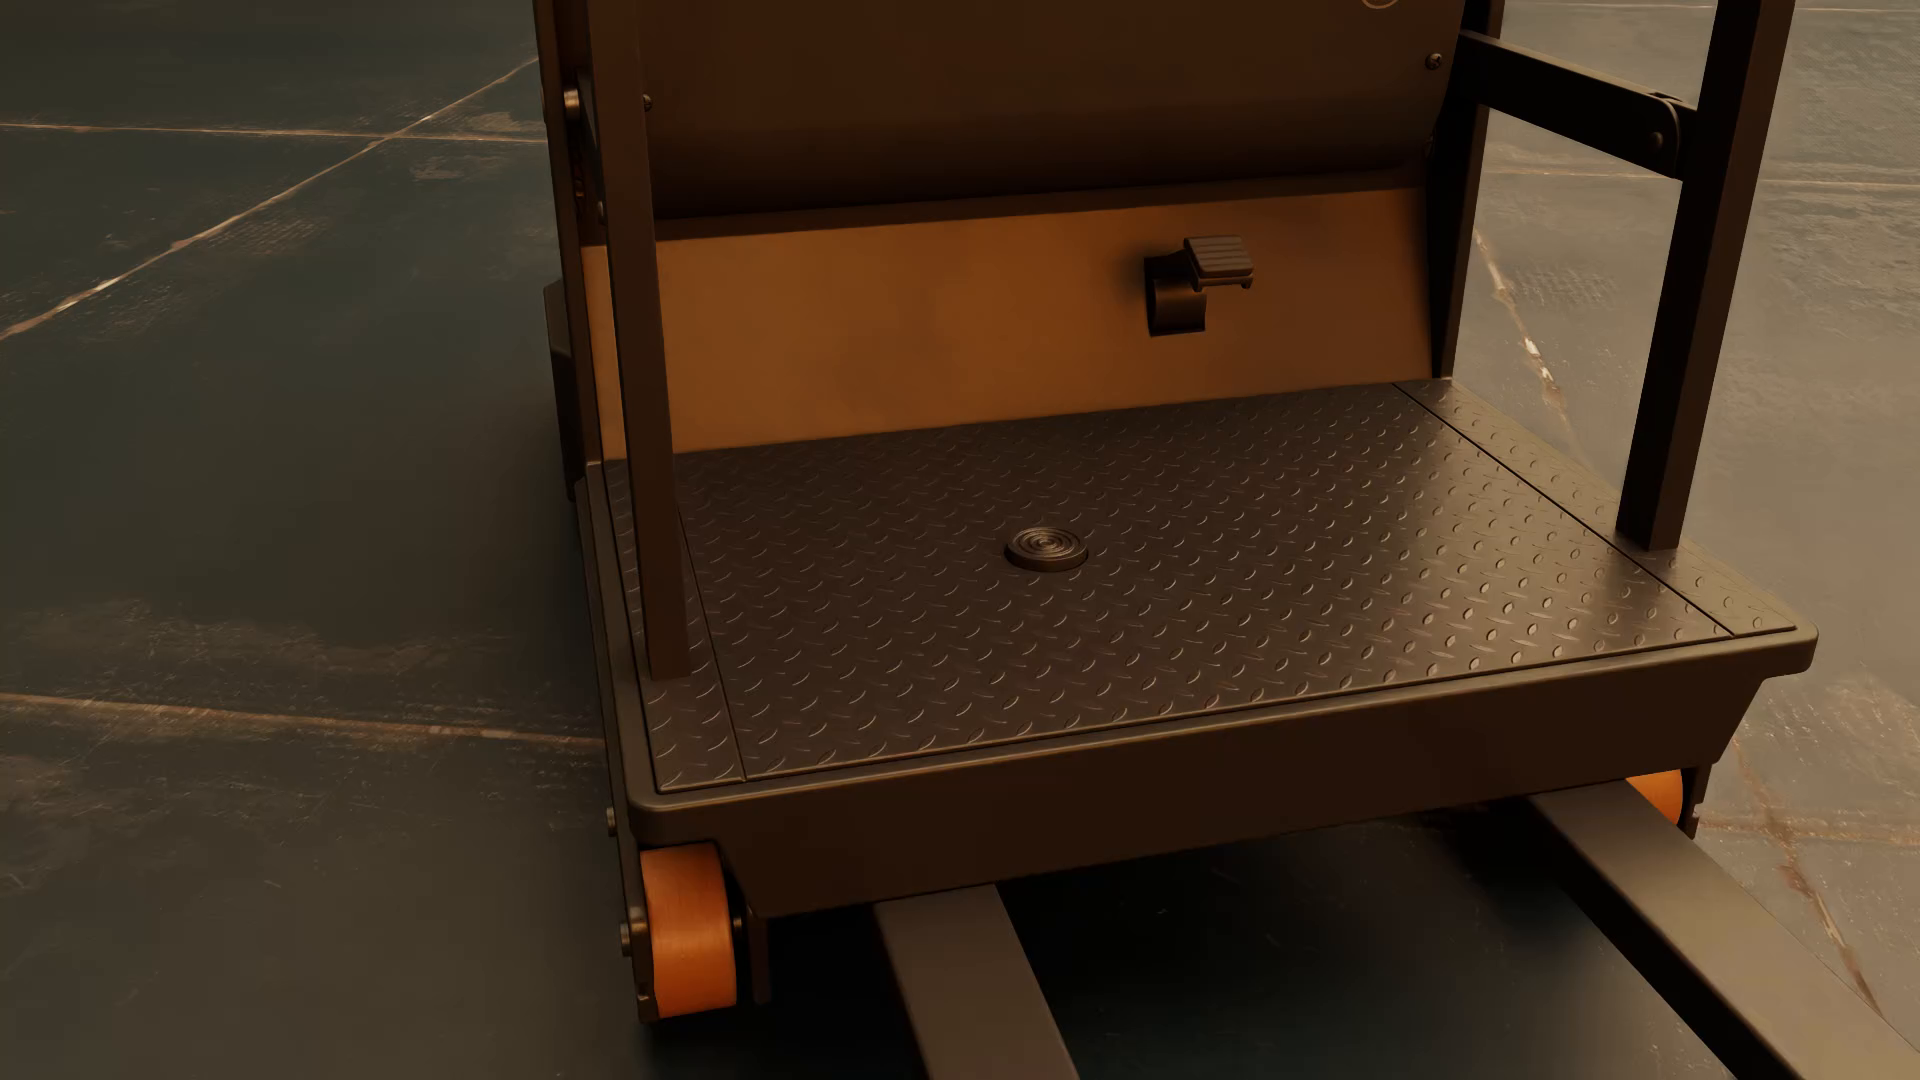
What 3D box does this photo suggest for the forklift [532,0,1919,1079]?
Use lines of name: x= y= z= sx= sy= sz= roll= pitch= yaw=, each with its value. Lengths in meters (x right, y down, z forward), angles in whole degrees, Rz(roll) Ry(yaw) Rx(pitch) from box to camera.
forklift: x=0.153 y=-1.049 z=1.319 sx=1.130 sy=2.935 sz=3.031 roll=-7 pitch=27 yaw=-13
